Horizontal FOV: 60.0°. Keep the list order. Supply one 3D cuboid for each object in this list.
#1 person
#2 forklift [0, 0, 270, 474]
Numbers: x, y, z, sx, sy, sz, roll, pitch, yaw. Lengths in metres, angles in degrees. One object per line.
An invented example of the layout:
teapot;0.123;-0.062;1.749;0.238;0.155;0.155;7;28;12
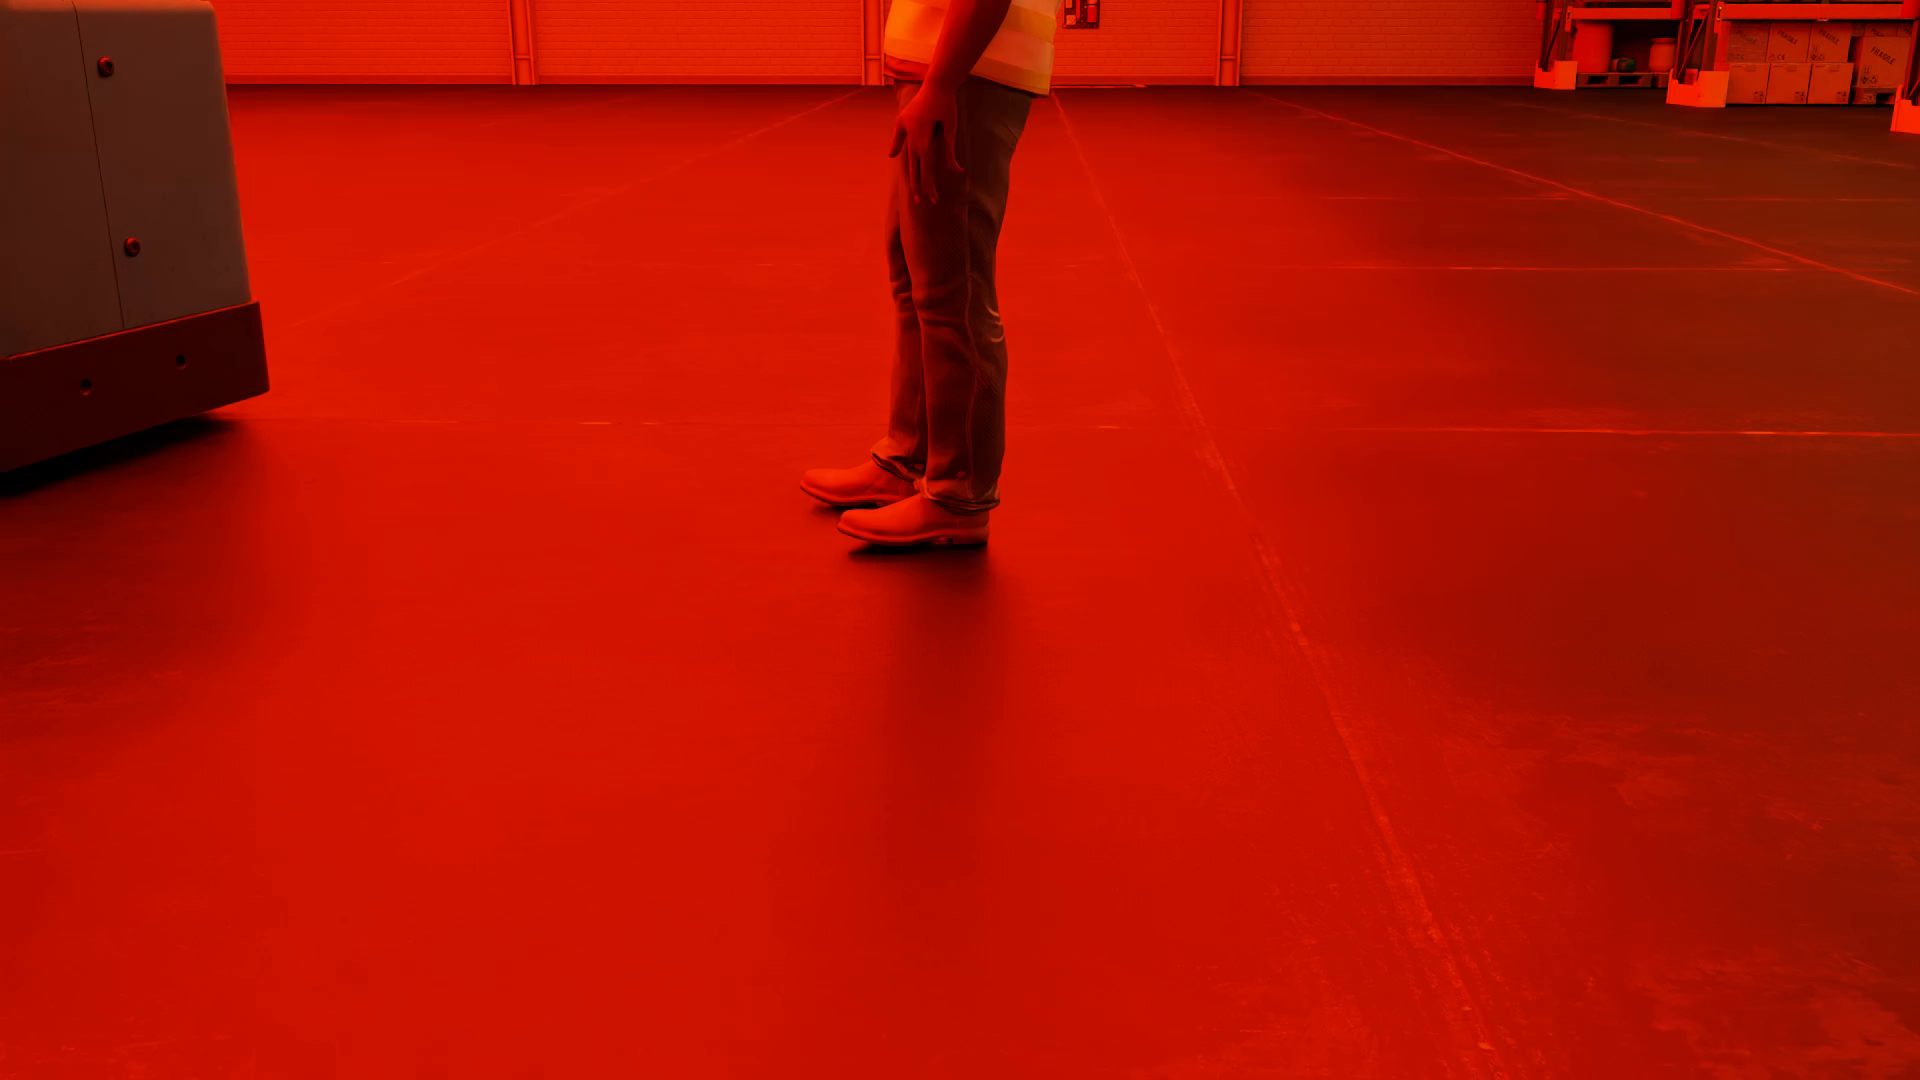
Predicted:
person;-0.069;-0.853;3.116;0.577;1.765;0.665;1;17;2
forklift;-3.400;-1.721;3.971;3.031;2.935;1.130;5;18;16
